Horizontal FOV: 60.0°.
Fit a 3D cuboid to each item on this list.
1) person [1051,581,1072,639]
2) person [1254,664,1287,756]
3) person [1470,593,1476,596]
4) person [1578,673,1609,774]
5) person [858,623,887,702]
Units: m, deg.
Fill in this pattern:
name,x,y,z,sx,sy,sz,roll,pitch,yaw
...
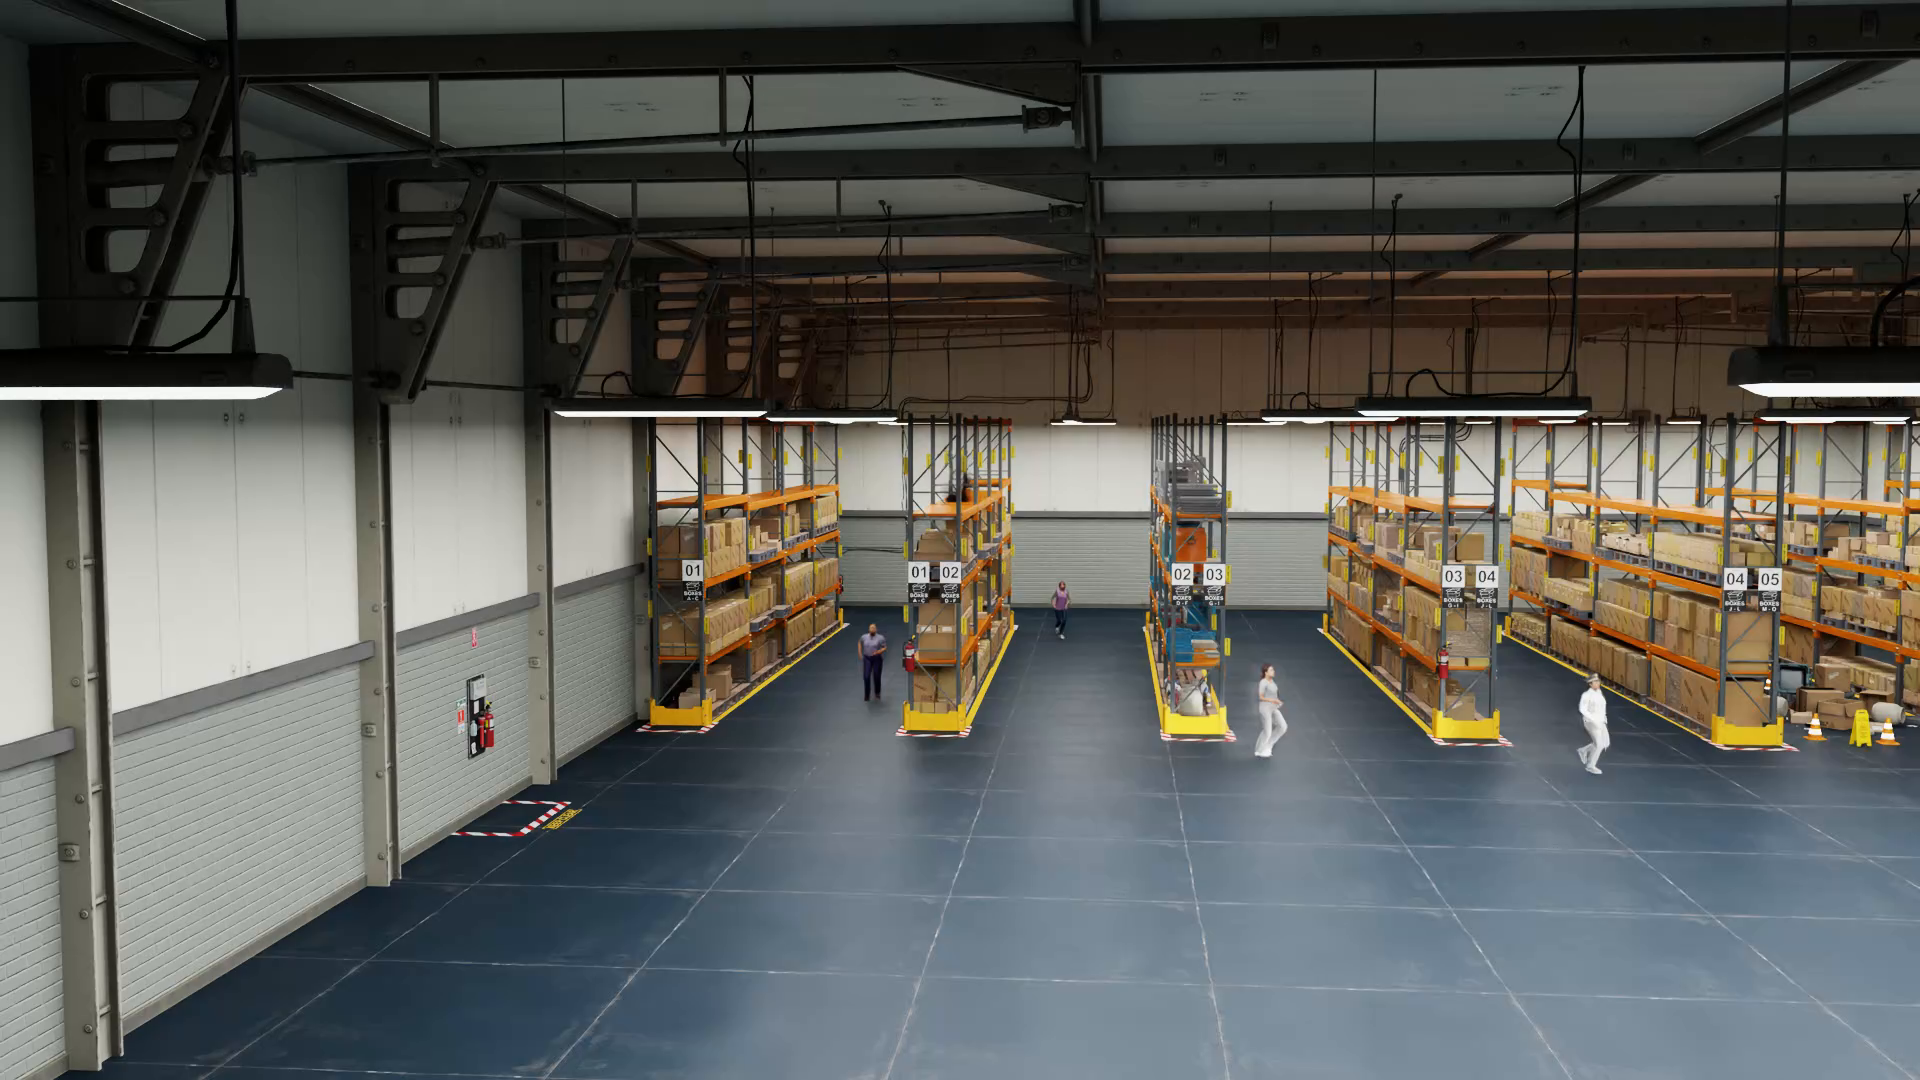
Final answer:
name,x,y,z,sx,sy,sz,roll,pitch,yaw
person,2.764,1.900,45.324,0.555,1.557,0.574,-1,4,-8
person,5.376,2.951,28.806,0.611,1.626,0.539,3,5,41
person,14.085,1.786,46.280,0.527,1.666,0.712,-3,5,-41
person,10.534,3.043,27.701,0.619,1.654,0.509,-3,5,-39
person,-1.839,2.582,34.834,0.619,1.703,0.698,0,4,3
